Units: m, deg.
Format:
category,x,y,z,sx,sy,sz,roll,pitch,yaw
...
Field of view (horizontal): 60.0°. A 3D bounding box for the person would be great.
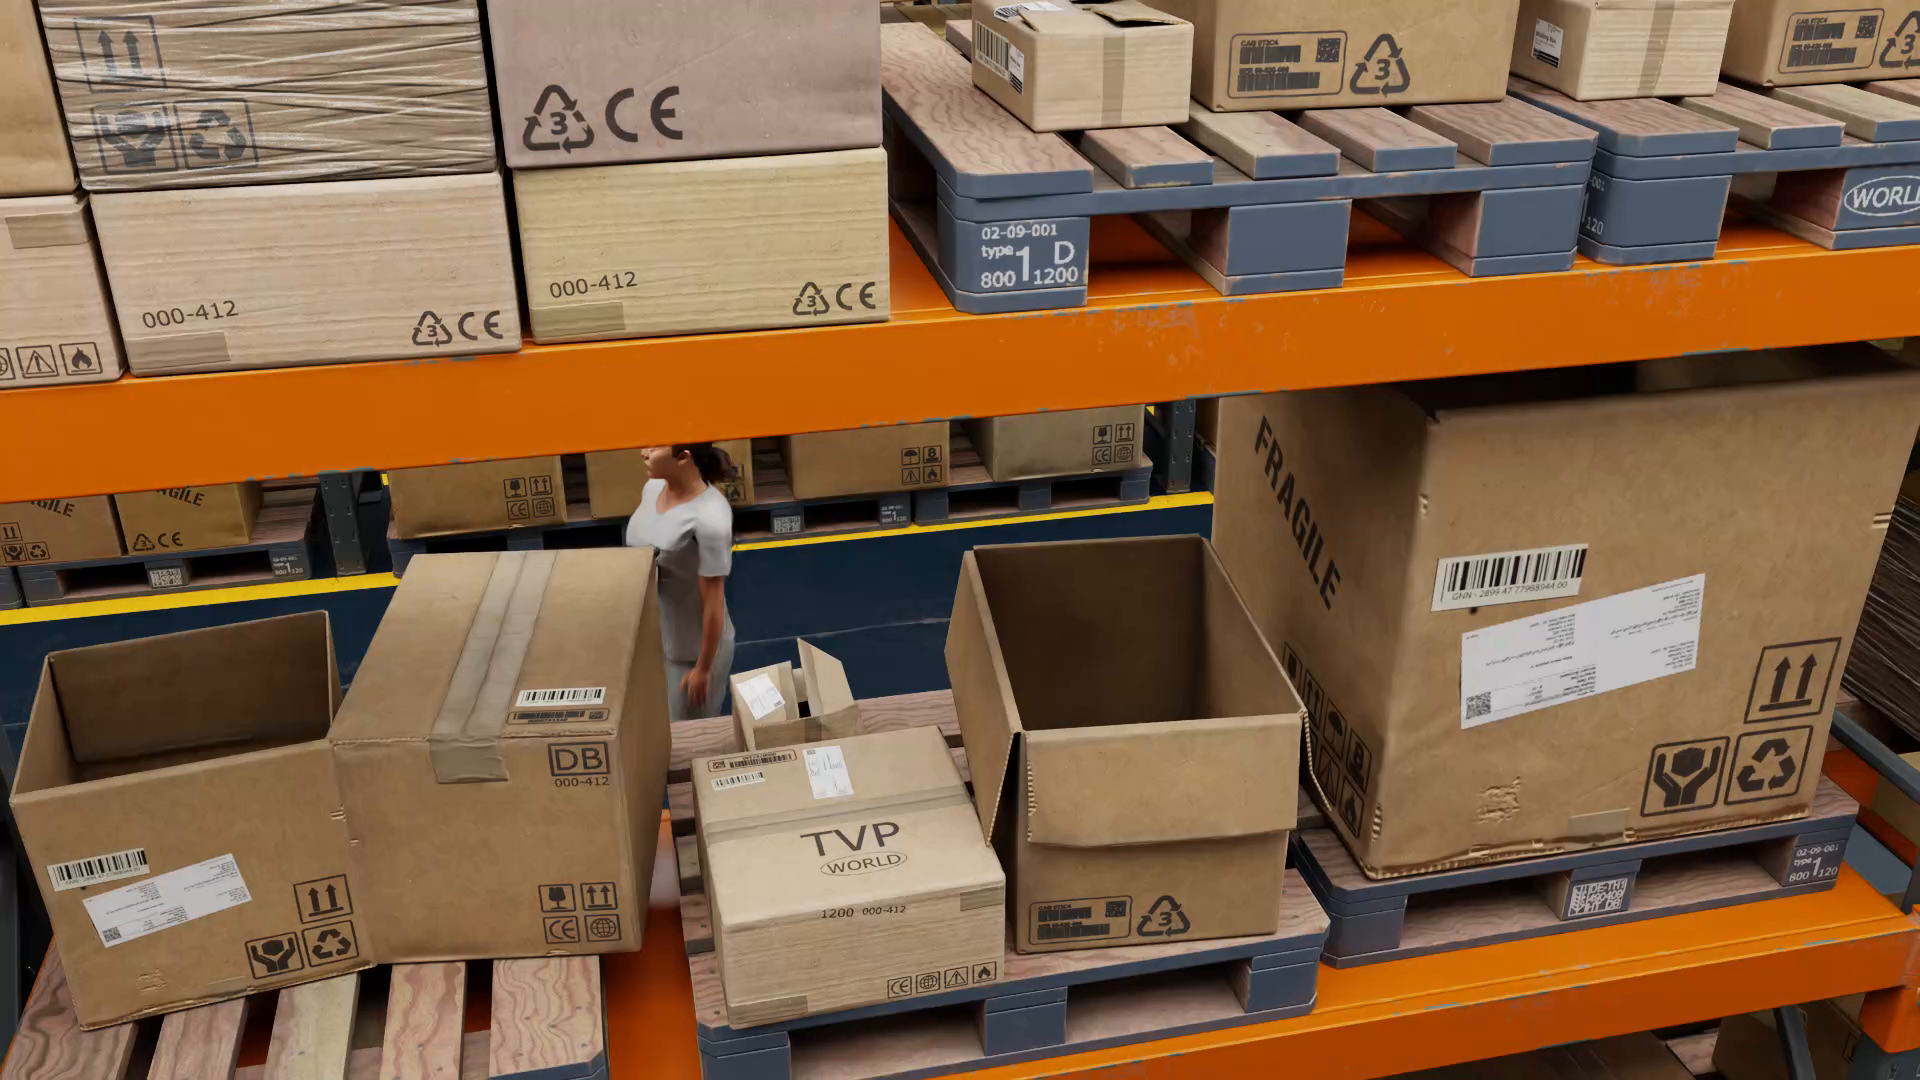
category,x,y,z,sx,sy,sz,roll,pitch,yaw
person,-0.890,0.333,5.431,0.501,1.660,0.452,-23,35,-38
